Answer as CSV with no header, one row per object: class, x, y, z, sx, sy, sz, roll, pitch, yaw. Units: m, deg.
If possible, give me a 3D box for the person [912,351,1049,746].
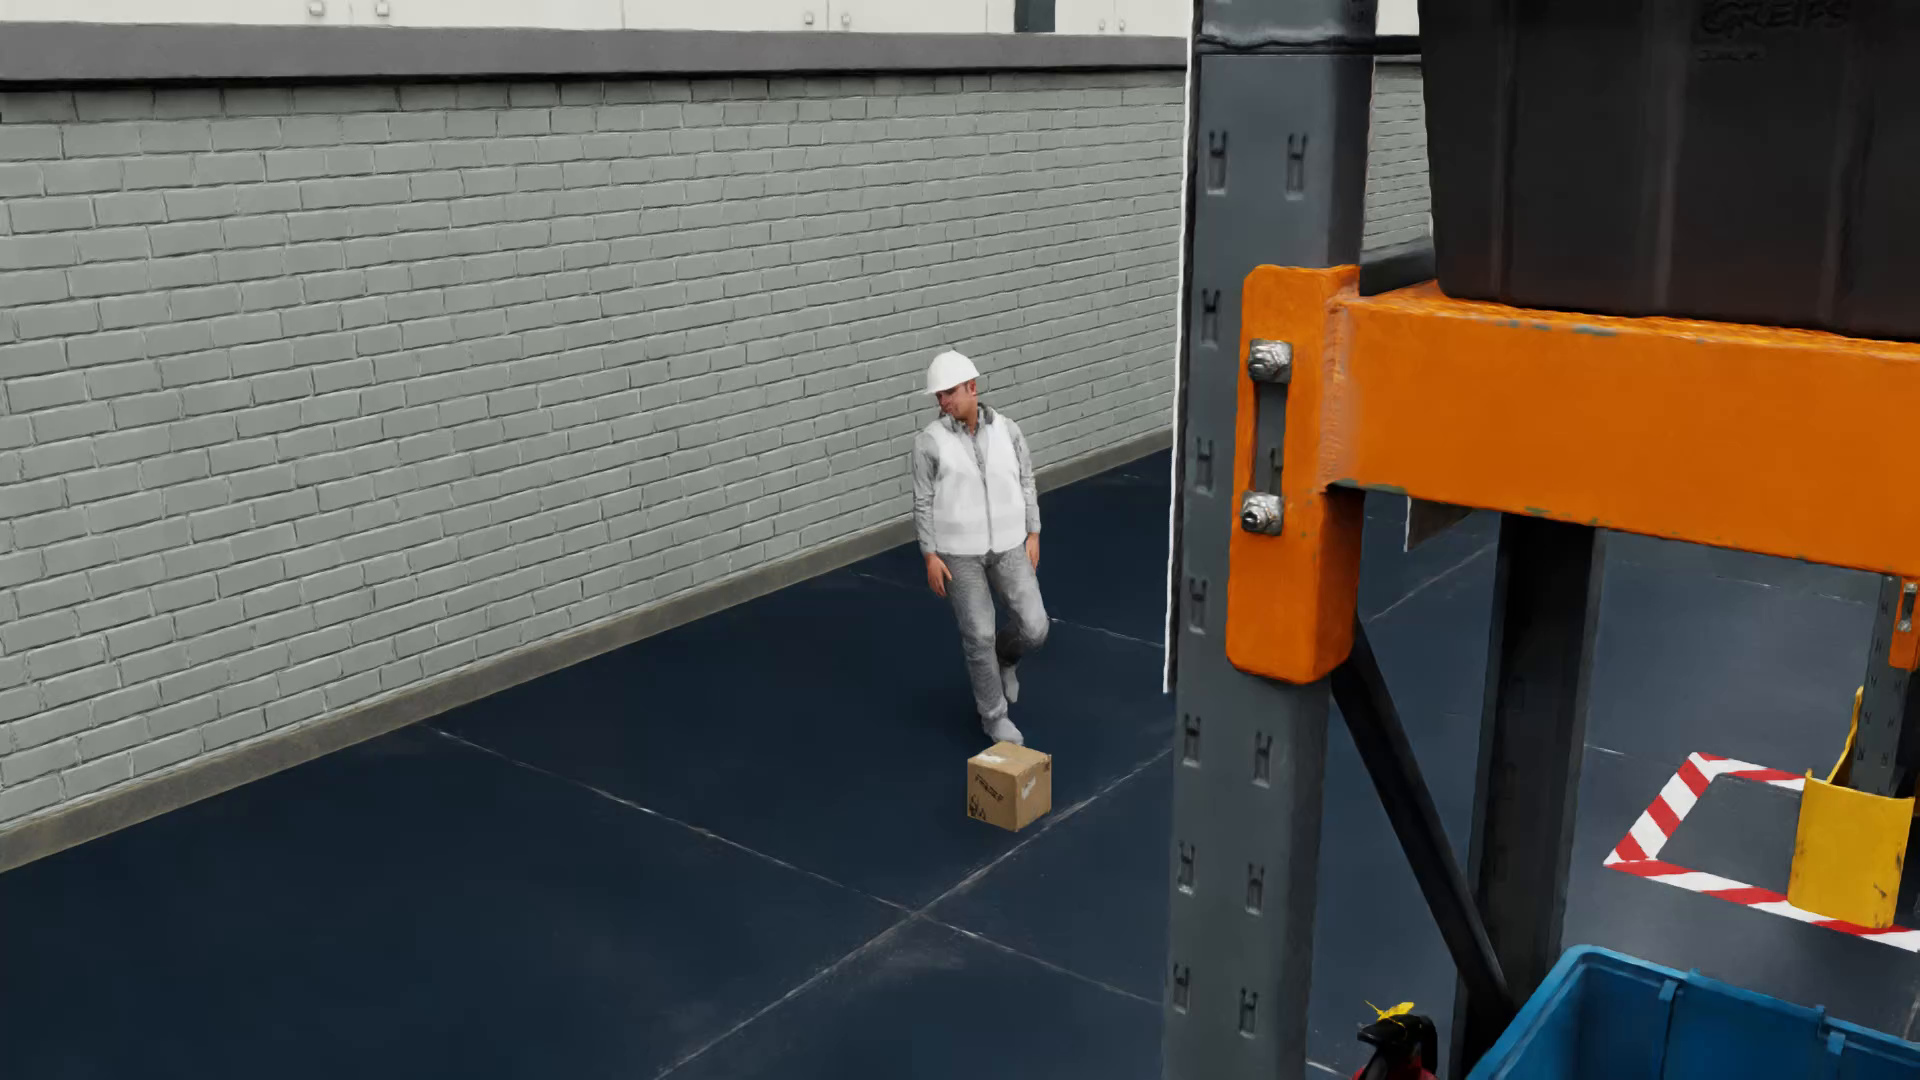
person,0.090,0.043,7.392,0.580,1.745,0.555,-6,17,-18
